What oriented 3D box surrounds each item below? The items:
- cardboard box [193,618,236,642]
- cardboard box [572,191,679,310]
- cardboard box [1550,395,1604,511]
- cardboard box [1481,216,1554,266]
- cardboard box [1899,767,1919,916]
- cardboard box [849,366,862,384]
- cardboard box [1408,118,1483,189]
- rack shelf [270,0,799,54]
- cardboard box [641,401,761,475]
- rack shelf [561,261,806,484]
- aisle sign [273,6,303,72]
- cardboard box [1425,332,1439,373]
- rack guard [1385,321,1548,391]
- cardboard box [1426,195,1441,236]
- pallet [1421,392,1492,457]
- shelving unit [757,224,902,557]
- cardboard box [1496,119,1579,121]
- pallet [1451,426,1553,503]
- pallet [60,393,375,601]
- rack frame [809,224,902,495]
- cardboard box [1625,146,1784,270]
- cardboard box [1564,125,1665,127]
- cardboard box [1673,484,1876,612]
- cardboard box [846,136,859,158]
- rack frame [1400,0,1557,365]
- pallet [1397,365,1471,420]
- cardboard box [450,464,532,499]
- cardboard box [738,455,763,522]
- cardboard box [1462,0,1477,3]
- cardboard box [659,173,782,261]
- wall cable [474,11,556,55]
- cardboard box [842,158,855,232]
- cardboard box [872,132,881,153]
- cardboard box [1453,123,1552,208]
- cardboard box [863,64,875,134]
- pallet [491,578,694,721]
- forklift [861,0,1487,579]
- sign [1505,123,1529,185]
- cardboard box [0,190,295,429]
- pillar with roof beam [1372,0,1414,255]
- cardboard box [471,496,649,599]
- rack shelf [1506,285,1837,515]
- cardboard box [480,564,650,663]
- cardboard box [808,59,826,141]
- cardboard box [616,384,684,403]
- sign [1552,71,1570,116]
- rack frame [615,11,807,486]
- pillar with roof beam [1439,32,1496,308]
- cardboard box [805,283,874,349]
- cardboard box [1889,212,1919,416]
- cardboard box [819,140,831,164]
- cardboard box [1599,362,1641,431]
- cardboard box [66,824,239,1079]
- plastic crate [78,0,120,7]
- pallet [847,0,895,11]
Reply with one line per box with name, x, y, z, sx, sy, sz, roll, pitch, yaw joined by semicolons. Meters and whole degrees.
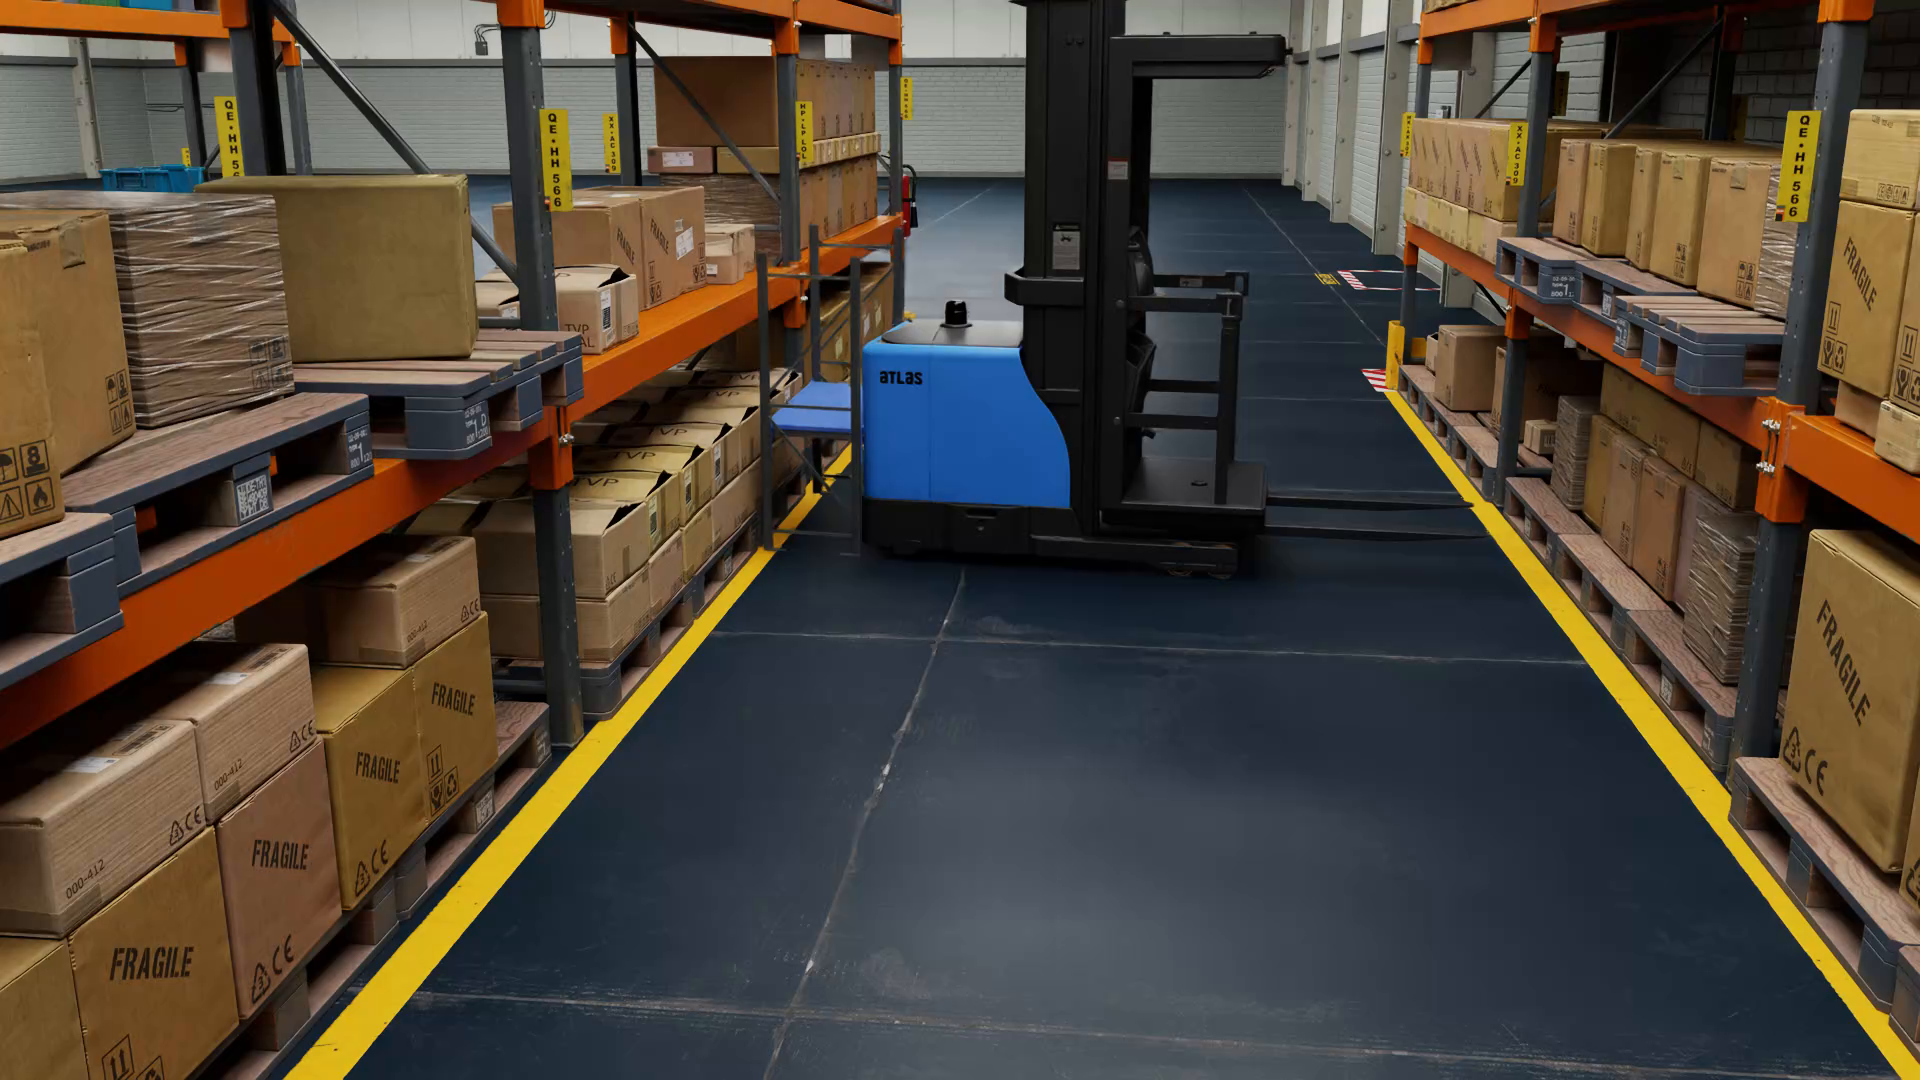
cardboard box;-2.251;0.508;4.983;0.500;0.500;0.500;1;15;4
cardboard box;-1.629;-1.352;7.726;0.500;0.500;0.500;2;15;6
cardboard box;3.445;-0.439;8.484;0.700;0.500;0.500;2;15;8
cardboard box;3.264;-1.694;9.428;0.500;0.250;0.500;2;15;6
cardboard box;2.742;0.662;3.782;0.750;0.750;0.750;2;15;6
cardboard box;-0.934;-1.015;11.133;0.500;0.250;0.500;2;15;6
cardboard box;3.611;-2.846;12.254;0.500;0.500;0.500;2;15;6
rack shelf;-1.636;-2.351;7.243;1.077;0.370;4.000;2;15;6
cardboard box;-1.282;-0.538;8.292;0.500;0.311;0.500;2;15;6
rack shelf;-1.636;-0.903;7.635;1.077;0.370;4.000;2;15;6
aisle sign;-5.577;-4.219;13.537;0.394;0.787;0.004;2;15;6
cardboard box;3.796;-1.400;12.400;0.500;0.311;0.500;0;15;0
rack guard;3.955;-1.436;13.013;1.175;0.500;0.348;2;15;6
cardboard box;3.485;-2.215;11.356;0.500;0.250;0.500;1;15;5
pallet;3.688;-0.771;11.109;1.003;0.211;1.213;2;15;6
shelving unit;-0.651;-0.804;8.634;0.538;1.500;1.048;4;19;9
cardboard box;4.055;-2.702;11.722;0.500;0.500;0.500;2;15;7
pallet;3.553;-0.454;9.935;1.003;0.211;1.213;2;15;6
pallet;-2.077;-0.135;3.782;1.003;0.211;1.213;2;15;6
rack frame;-0.568;-0.961;9.110;0.500;1.500;0.032;4;19;9
cardboard box;3.307;-1.438;7.198;0.700;0.500;0.500;4;16;14
cardboard box;3.835;-2.174;9.766;0.500;0.500;0.500;2;15;6
cardboard box;3.264;0.089;6.533;0.700;0.500;0.500;2;15;6
cardboard box;-0.930;-2.796;11.822;0.380;0.149;0.250;2;15;8
rack frame;3.963;-2.662;12.760;1.000;3.000;0.127;2;15;6
pallet;3.828;-1.087;12.276;1.003;0.211;1.213;2;15;6
cardboard box;-1.995;-0.156;6.882;0.500;0.311;0.500;1;15;5
cardboard box;-1.285;-0.265;8.358;0.500;0.250;0.500;2;15;8
cardboard box;3.487;-3.676;10.533;0.500;0.500;0.500;3;15;10
cardboard box;-1.367;-1.933;9.873;0.700;0.500;0.500;1;15;5
wall cable;-12.092;-16.143;44.606;2.305;6.003;0.169;2;15;6
cardboard box;-1.141;-2.470;11.857;0.700;0.500;0.500;2;15;7
cardboard box;-0.813;-3.064;12.811;0.380;0.149;0.250;1;15;5
cardboard box;3.376;-2.315;10.291;0.500;0.500;0.500;1;15;5
cardboard box;-1.030;-3.347;12.617;0.700;0.500;0.500;2;15;6
pallet;-1.730;0.402;6.772;1.003;0.211;1.213;2;15;6
forklift;1.075;-1.379;8.145;3.031;2.935;1.130;3;15;11
sign;2.972;-2.056;8.862;0.100;0.325;0.005;2;15;6
cardboard box;-2.114;-0.585;4.082;0.700;0.500;0.500;5;16;17
pillar with roof beam;1.820;-8.590;23.190;9.100;9.000;0.400;2;15;6
cardboard box;-1.511;-0.005;6.324;0.500;0.311;0.500;2;15;8
rack shelf;3.286;-0.759;7.099;1.077;0.370;4.000;2;15;6
cardboard box;-1.511;0.265;6.397;0.500;0.250;0.500;2;15;6
cardboard box;-1.254;-2.820;10.668;0.700;0.500;0.500;2;15;6
cardboard box;-1.766;-0.686;8.841;0.500;0.311;0.500;2;15;6
sign;4.513;-3.352;12.488;0.100;0.325;0.005;2;15;6
rack frame;-1.411;-1.769;9.459;1.000;3.000;0.127;2;15;6
pillar with roof beam;1.143;-7.034;17.435;9.100;9.000;0.400;2;15;6
cardboard box;-0.880;-1.507;11.515;0.500;0.500;0.500;2;15;6
cardboard box;2.683;-0.535;4.093;0.500;0.500;0.500;2;15;8
cardboard box;-1.046;-2.529;10.835;0.380;0.149;0.250;1;15;5
cardboard box;3.399;-0.687;7.964;0.500;0.250;0.500;1;15;5
cardboard box;-1.904;0.913;3.484;0.500;0.500;0.500;2;15;7
plastic crate;-5.883;-3.663;11.122;0.336;0.188;0.450;2;15;6
pallet;-1.065;-4.030;12.241;1.003;0.211;1.213;2;15;6
